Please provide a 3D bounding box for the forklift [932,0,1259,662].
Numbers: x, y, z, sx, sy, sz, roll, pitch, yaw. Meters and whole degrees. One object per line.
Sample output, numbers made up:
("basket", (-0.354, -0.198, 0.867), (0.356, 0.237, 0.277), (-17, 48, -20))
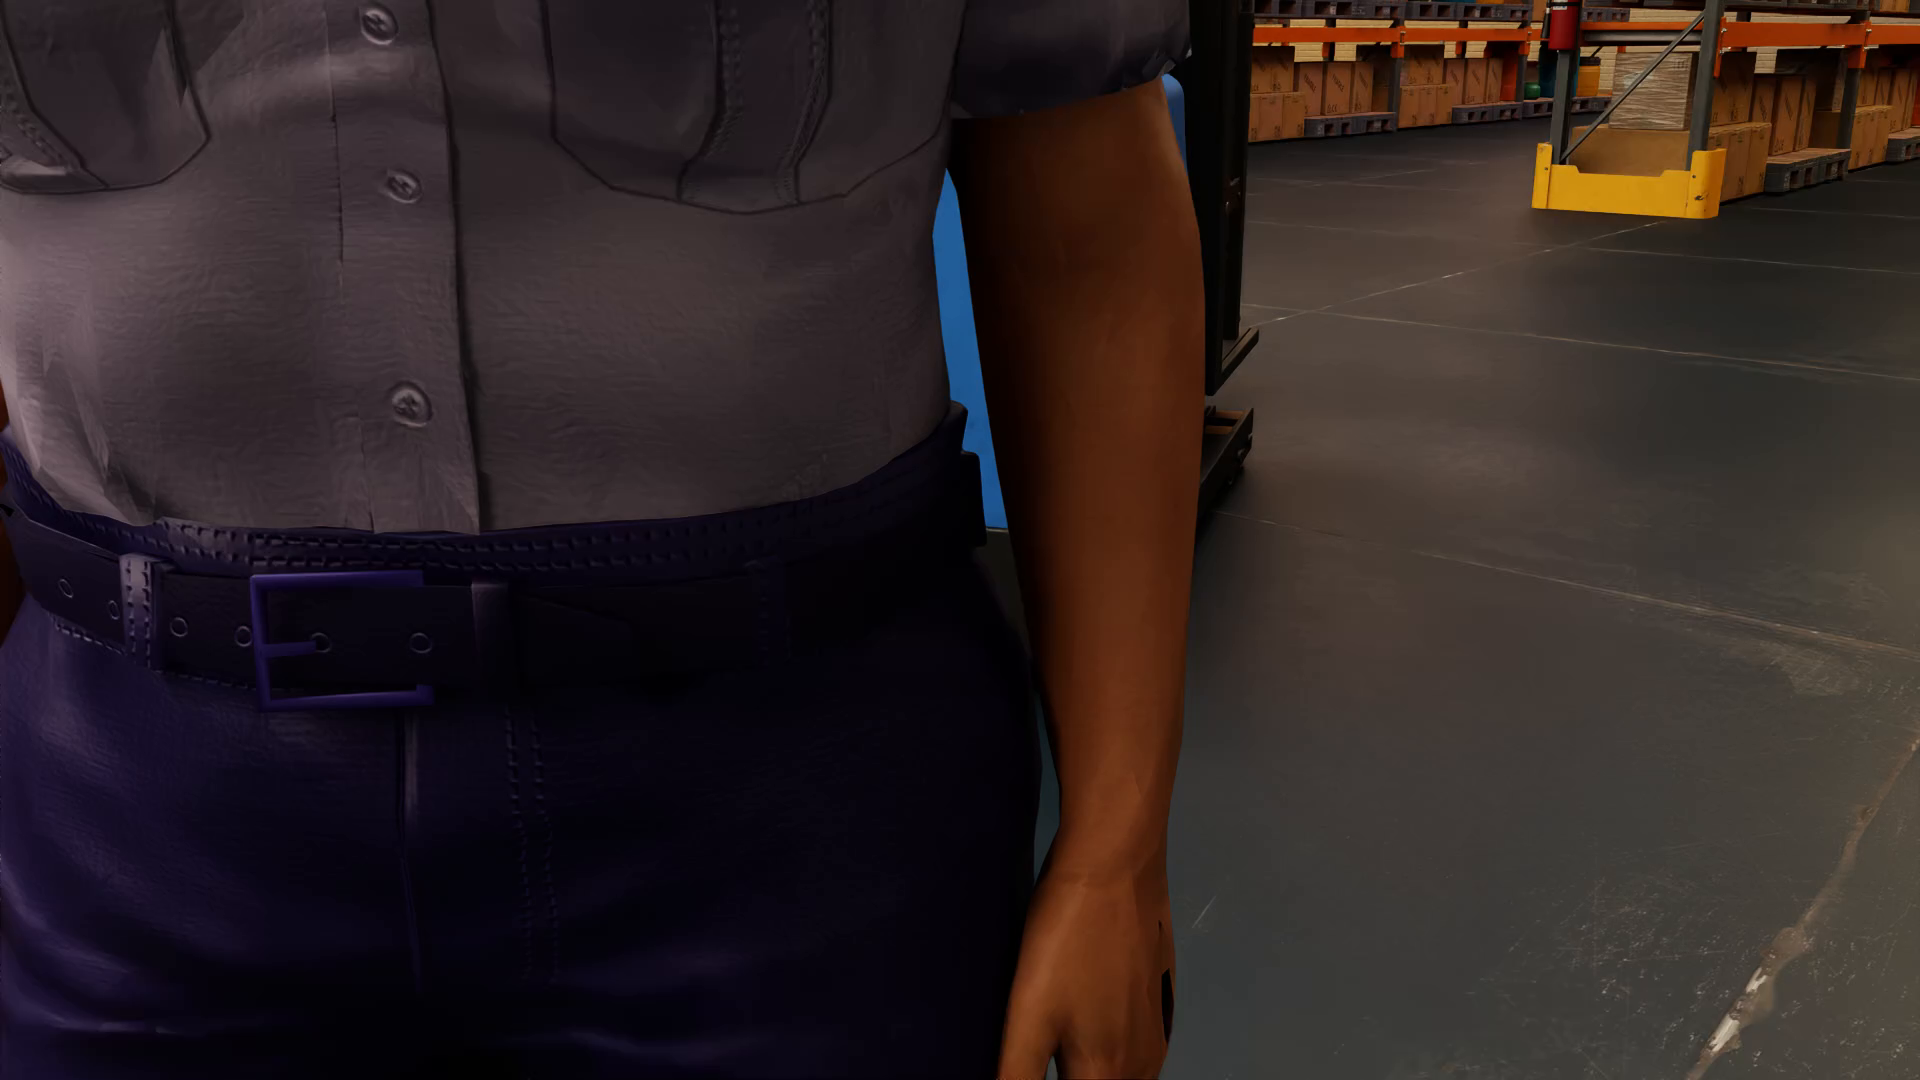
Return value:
("forklift", (0.182, -1.571, 4.072), (1.130, 2.935, 3.031), (5, 18, 17))
